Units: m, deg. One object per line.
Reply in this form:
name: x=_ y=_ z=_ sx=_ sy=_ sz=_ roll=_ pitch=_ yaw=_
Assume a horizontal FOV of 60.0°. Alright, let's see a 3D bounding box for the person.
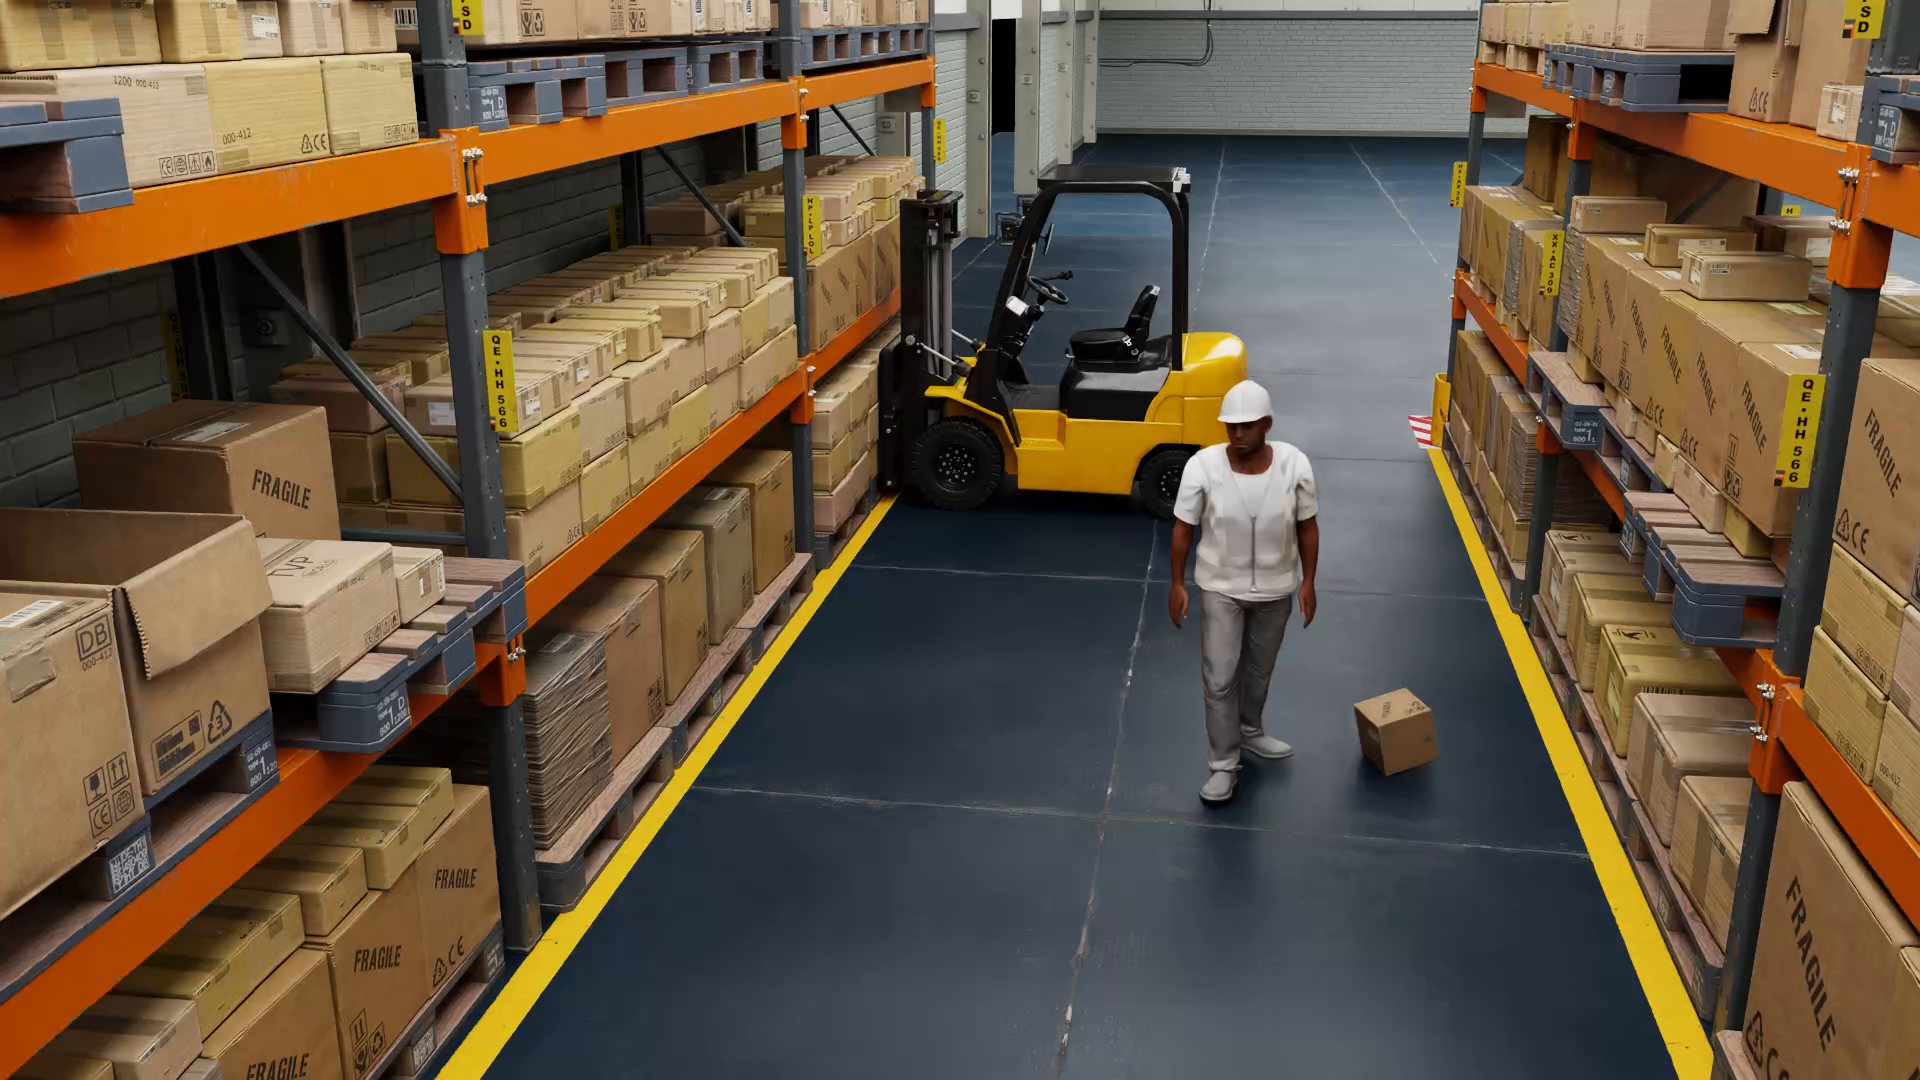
person: x=1.180 y=0.192 z=6.933 sx=0.608 sy=1.759 sz=0.611 roll=-1 pitch=18 yaw=-2
